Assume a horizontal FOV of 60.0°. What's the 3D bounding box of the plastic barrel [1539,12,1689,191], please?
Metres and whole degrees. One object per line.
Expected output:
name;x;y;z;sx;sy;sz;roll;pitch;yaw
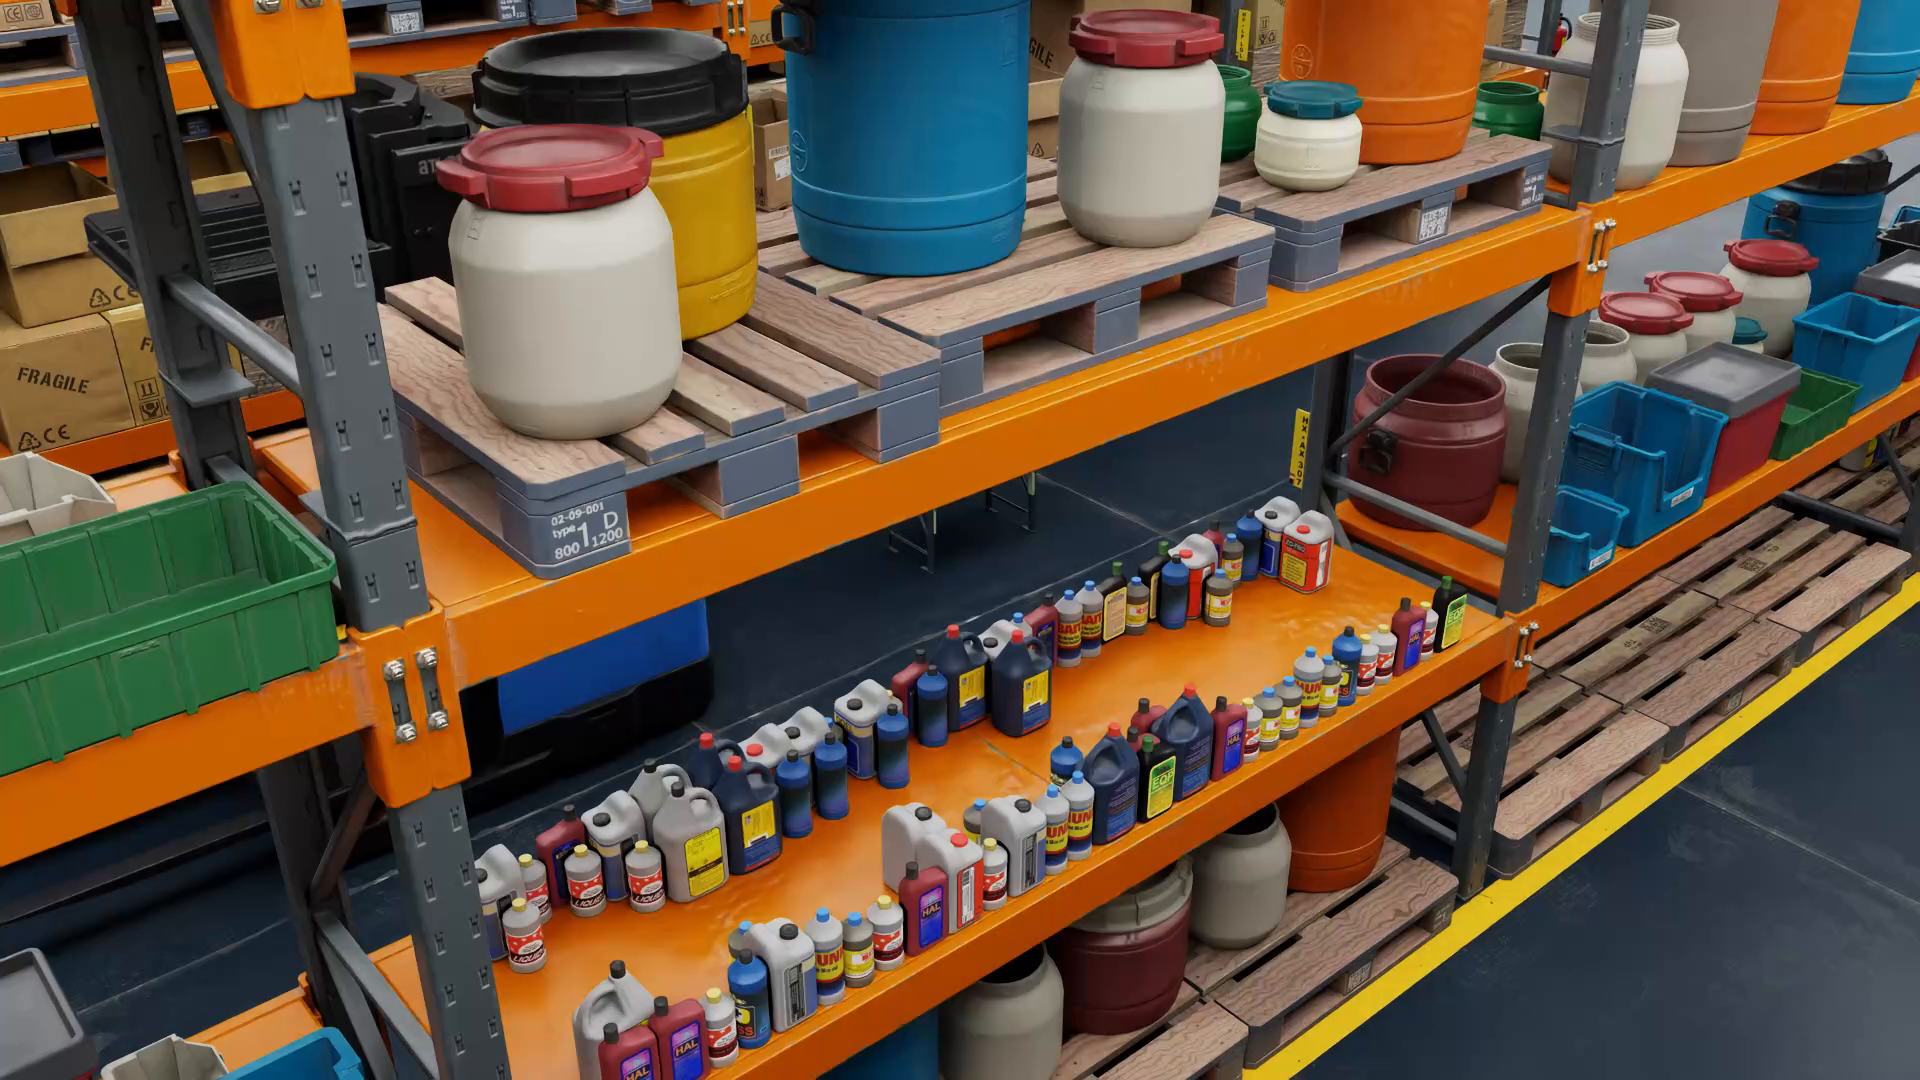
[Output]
plastic barrel;2.150;-1.444;5.468;0.421;0.512;0.421;0;28;0

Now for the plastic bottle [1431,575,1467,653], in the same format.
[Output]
plastic bottle;1.684;0.242;5.739;0.133;0.283;0.061;-22;35;-35

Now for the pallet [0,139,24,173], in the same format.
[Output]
pallet;-7.009;-2.545;11.034;1.213;0.211;1.003;-22;35;-35

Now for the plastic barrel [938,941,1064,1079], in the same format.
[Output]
plastic barrel;0.123;1.531;5.396;0.421;0.512;0.421;0;28;0

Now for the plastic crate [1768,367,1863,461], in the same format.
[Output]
plastic crate;3.616;-0.583;7.383;0.662;0.188;0.450;-22;35;-35

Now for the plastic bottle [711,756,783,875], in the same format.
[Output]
plastic bottle;-0.607;0.755;4.706;0.185;0.351;0.144;-22;35;-35

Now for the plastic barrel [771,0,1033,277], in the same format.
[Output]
plastic barrel;-0.129;-1.169;4.095;0.708;0.901;0.600;-22;35;-35

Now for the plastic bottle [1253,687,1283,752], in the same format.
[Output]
plastic bottle;0.964;0.556;5.238;0.097;0.201;0.097;0;28;0

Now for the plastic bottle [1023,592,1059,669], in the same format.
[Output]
plastic bottle;0.267;0.318;5.595;0.133;0.283;0.061;-22;35;-35

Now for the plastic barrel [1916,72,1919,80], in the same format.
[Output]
plastic barrel;4.014;-2.421;6.883;0.600;0.901;0.600;0;28;0

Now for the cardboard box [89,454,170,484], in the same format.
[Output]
cardboard box;-4.069;-0.090;8.045;0.875;0.875;1.225;-22;35;-35

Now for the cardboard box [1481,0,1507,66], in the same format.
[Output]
cardboard box;3.847;-4.131;13.375;0.500;0.500;0.875;-22;35;-35

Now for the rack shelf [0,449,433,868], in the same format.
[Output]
rack shelf;-2.850;0.743;2.258;4.000;0.370;1.077;-22;35;-35

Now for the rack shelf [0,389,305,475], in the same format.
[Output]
rack shelf;-3.021;-0.933;8.577;4.000;0.370;1.077;-22;35;-35

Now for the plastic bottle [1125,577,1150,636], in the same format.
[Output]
plastic bottle;0.616;0.225;5.856;0.097;0.201;0.097;0;28;0

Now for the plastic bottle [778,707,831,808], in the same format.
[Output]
plastic bottle;-0.474;0.648;4.986;0.135;0.276;0.152;-22;35;-35

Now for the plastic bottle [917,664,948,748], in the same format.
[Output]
plastic bottle;-0.086;0.515;5.241;0.097;0.271;0.097;0;28;0

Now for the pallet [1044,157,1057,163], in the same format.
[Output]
pallet;-0.021;-2.398;10.759;1.213;0.211;1.003;-22;35;-35

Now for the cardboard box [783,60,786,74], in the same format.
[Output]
cardboard box;-1.075;-4.311;15.943;0.875;0.875;0.875;-21;35;-34

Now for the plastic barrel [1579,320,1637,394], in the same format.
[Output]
plastic barrel;2.679;-0.656;7.177;0.421;0.512;0.421;0;28;0

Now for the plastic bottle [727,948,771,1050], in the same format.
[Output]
plastic bottle;-0.521;1.122;4.104;0.097;0.271;0.097;0;28;0

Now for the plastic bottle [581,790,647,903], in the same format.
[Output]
plastic bottle;-0.960;0.844;4.621;0.135;0.276;0.152;-22;35;-35

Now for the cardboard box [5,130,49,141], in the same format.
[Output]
cardboard box;-6.302;-2.795;11.118;0.250;0.149;0.380;-24;36;-37

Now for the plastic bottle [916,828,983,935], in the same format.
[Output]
plastic bottle;-0.024;0.904;4.508;0.135;0.276;0.152;-22;35;-35

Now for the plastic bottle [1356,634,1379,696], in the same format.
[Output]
plastic bottle;1.335;0.407;5.517;0.097;0.201;0.097;0;28;0

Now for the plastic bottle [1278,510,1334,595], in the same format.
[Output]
plastic bottle;1.275;0.039;6.126;0.135;0.276;0.152;-22;35;-35

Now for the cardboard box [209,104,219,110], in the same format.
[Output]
cardboard box;-5.297;-3.202;11.879;0.250;0.149;0.380;-22;35;-36

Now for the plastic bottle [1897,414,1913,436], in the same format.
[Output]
plastic bottle;5.648;-0.774;9.932;0.133;0.283;0.061;-22;35;-35

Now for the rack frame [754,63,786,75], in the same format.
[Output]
rack frame;-1.599;-4.896;15.228;0.127;3.000;1.000;-22;35;-35

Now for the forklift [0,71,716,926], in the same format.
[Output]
forklift;-2.602;-0.245;6.599;3.031;2.935;1.130;-21;34;-34

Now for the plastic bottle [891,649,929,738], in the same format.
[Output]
plastic bottle;-0.151;0.487;5.280;0.133;0.283;0.061;-22;35;-35

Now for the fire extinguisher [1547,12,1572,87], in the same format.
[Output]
fire extinguisher;4.972;-4.146;13.907;0.183;0.674;0.296;-22;35;-35

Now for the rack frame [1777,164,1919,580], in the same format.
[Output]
rack frame;4.758;-1.310;8.519;0.127;3.000;1.000;-22;35;-35

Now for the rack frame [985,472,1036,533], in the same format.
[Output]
rack frame;0.284;-0.775;9.110;0.023;1.500;0.400;-22;35;-35

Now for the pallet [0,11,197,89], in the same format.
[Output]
pallet;-3.877;-2.176;7.159;1.217;0.209;0.805;-24;36;-37

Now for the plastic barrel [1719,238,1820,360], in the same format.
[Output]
plastic barrel;3.888;-1.156;8.087;0.433;0.535;0.433;0;28;0

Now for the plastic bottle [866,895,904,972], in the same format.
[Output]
plastic bottle;-0.196;1.023;4.365;0.097;0.201;0.097;0;28;0

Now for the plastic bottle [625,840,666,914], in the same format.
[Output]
plastic bottle;-0.865;0.915;4.565;0.097;0.201;0.097;0;28;0

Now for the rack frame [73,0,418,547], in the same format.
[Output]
rack frame;-1.328;-1.509;2.526;0.127;3.000;1.000;-22;35;-35

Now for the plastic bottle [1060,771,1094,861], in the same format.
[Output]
plastic bottle;0.332;0.779;4.746;0.097;0.271;0.097;0;28;0

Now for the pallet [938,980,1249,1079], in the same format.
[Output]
pallet;0.214;1.771;5.713;1.213;0.211;1.003;-22;35;-35

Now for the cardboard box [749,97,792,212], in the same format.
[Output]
cardboard box;-1.115;-2.271;9.766;0.500;0.500;0.500;23;36;36

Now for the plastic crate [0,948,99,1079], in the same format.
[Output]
plastic crate;-2.170;1.266;3.568;0.583;0.464;0.402;-22;35;-35

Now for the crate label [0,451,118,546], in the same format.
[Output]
crate label;-1.888;-0.024;3.209;0.466;0.136;0.293;-22;35;-35

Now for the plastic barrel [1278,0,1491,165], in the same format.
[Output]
plastic barrel;1.281;-1.612;4.999;0.708;0.830;0.600;-22;35;-35

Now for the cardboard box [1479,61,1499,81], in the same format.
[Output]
cardboard box;4.156;-3.867;13.569;0.250;0.149;0.380;-22;35;-35

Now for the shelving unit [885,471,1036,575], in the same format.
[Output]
shelving unit;0.005;-0.664;8.900;0.755;1.500;0.431;-22;35;-35

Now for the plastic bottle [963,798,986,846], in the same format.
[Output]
plastic bottle;0.057;0.826;4.732;0.097;0.201;0.097;0;28;0

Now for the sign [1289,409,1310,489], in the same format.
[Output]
sign;1.352;-0.354;6.556;0.005;0.325;0.100;-22;35;-35

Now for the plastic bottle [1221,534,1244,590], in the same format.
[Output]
plastic bottle;0.996;0.073;6.142;0.097;0.201;0.097;0;28;0

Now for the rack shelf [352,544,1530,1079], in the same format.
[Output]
rack shelf;0.193;0.843;5.254;4.000;0.370;1.077;-22;35;-35

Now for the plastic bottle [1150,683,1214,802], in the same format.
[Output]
plastic bottle;0.666;0.595;5.006;0.185;0.351;0.144;-22;35;-35
